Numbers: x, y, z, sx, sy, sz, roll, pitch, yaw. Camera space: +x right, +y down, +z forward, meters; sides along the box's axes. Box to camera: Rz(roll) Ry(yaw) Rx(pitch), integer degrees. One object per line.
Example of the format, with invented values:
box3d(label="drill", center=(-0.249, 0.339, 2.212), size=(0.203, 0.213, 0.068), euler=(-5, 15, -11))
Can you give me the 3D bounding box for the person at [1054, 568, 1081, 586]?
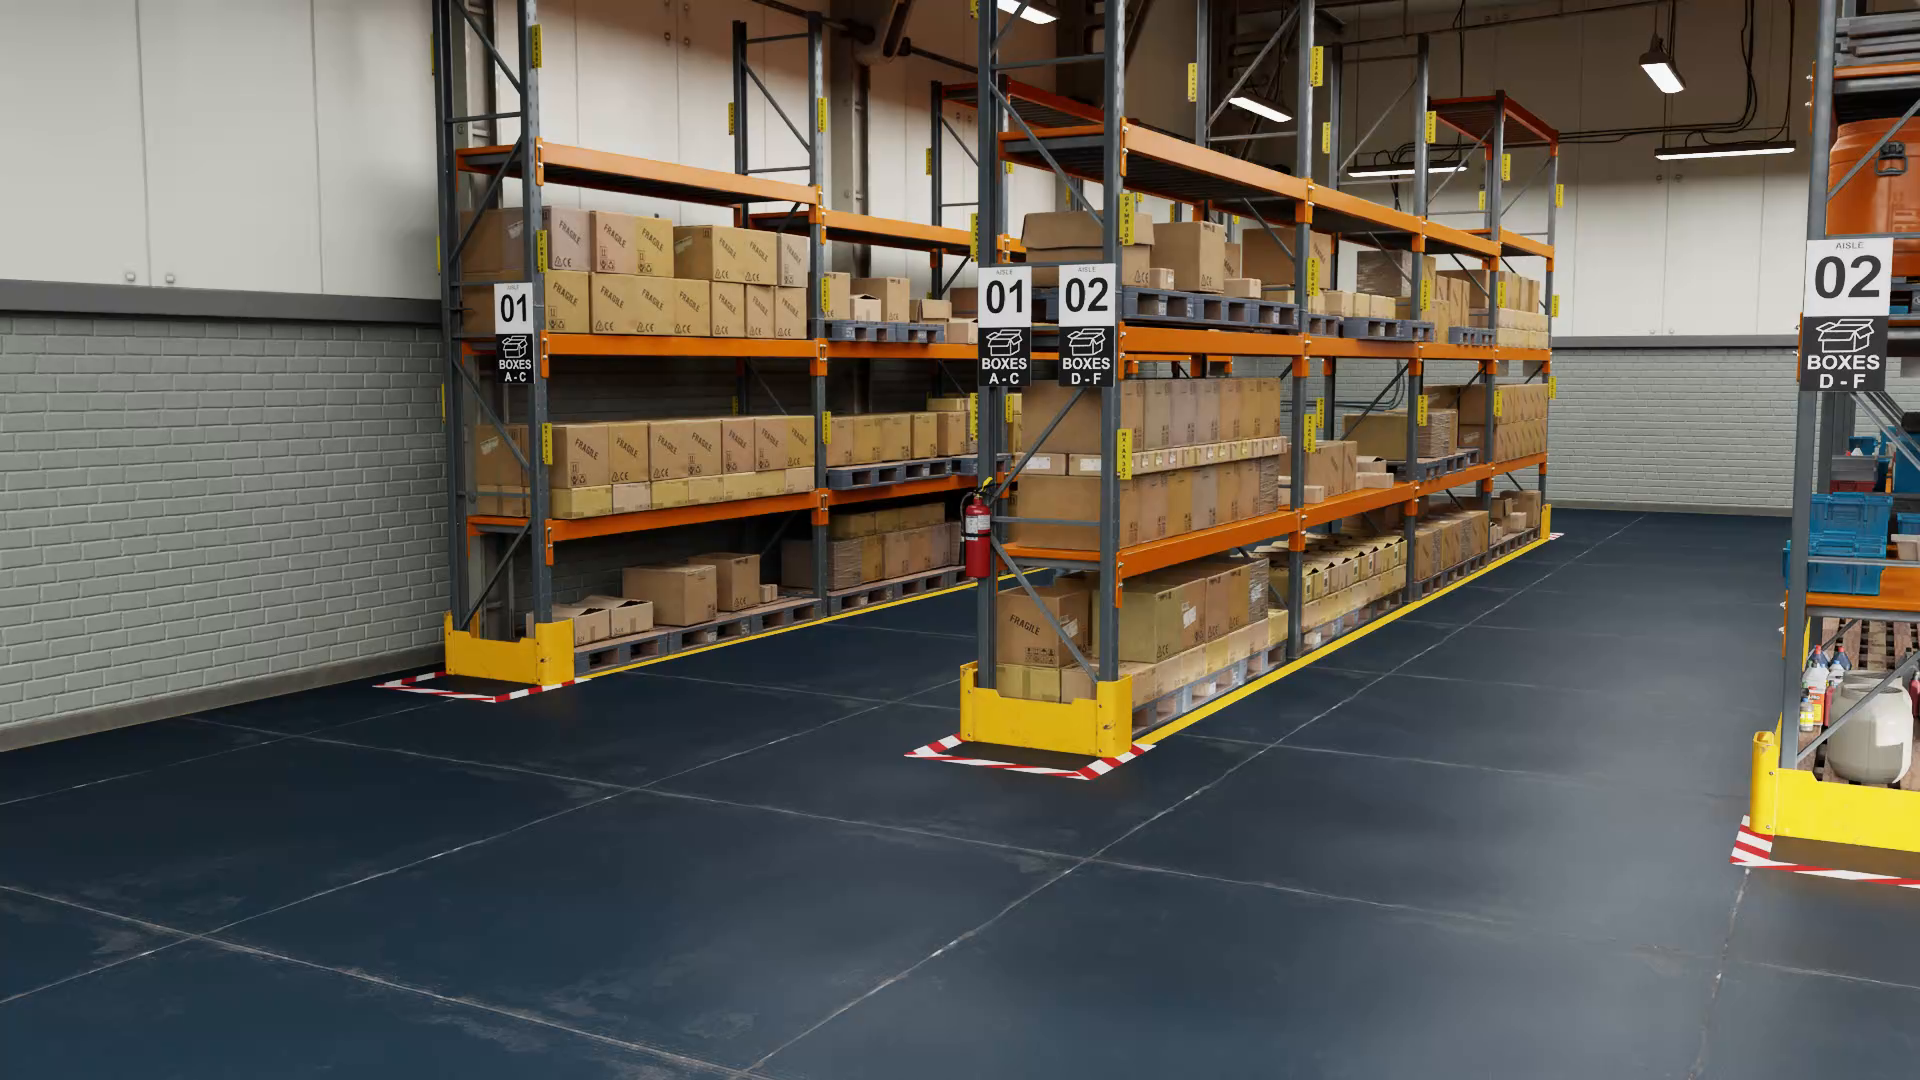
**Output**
box3d(label="person", center=(1.216, -0.147, 17.831), size=(0.704, 1.689, 0.789), euler=(4, 7, 33))
